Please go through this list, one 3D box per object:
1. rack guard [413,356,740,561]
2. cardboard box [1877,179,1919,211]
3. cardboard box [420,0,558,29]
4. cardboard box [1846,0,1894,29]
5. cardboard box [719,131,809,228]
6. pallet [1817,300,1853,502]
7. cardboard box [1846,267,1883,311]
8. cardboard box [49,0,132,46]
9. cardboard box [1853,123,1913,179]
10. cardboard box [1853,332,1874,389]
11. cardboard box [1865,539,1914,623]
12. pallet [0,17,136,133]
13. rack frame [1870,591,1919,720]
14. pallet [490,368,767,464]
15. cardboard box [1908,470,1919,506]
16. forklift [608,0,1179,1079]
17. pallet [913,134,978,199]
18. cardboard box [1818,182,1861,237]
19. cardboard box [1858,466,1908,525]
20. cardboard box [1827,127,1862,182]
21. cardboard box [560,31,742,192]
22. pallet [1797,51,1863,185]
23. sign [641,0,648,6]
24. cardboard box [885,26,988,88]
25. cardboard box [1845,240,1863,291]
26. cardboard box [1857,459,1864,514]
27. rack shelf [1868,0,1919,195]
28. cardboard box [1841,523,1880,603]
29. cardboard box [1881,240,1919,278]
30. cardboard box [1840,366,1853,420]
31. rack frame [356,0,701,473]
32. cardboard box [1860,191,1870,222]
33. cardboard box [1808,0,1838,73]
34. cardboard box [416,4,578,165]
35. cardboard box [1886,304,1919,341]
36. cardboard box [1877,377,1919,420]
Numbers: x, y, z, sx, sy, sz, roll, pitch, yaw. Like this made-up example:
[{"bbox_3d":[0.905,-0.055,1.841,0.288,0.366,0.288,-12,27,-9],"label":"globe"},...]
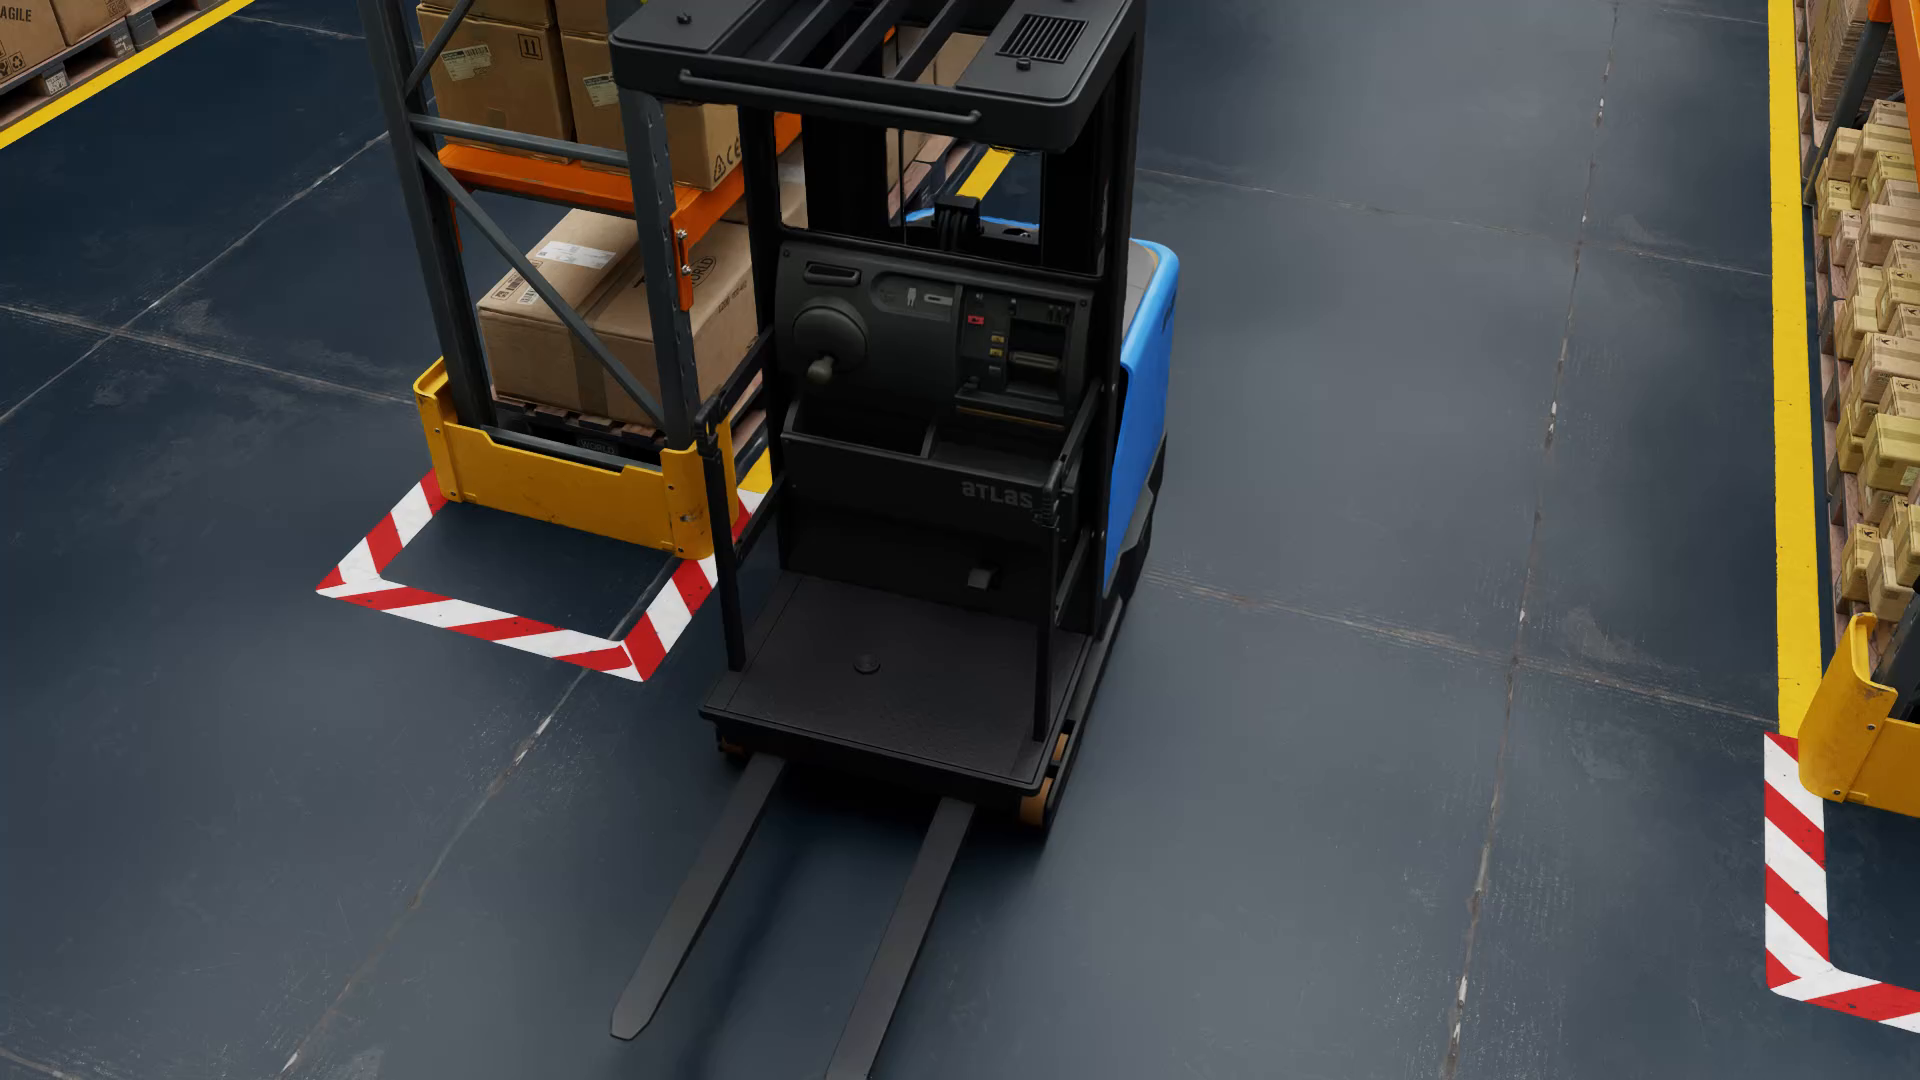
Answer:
[{"bbox_3d":[-1.432,-0.336,6.259,1.175,0.500,0.348,13,42,15],"label":"rack guard"},{"bbox_3d":[4.060,-1.358,6.945,0.380,0.149,0.250,12,42,14],"label":"cardboard box"},{"bbox_3d":[-1.483,-2.067,5.514,0.500,0.500,0.500,15,43,16],"label":"cardboard box"},{"bbox_3d":[4.647,-2.709,8.138,0.500,0.250,0.500,12,42,14],"label":"cardboard box"},{"bbox_3d":[-0.987,-1.471,7.314,0.875,0.438,0.875,14,43,16],"label":"cardboard box"},{"bbox_3d":[4.018,-0.479,6.649,1.003,0.211,1.213,13,42,15],"label":"pallet"},{"bbox_3d":[3.797,-0.945,6.691,0.380,0.149,0.250,13,42,15],"label":"cardboard box"},{"bbox_3d":[-5.108,-3.108,9.184,0.700,0.500,0.500,12,42,13],"label":"cardboard box"},{"bbox_3d":[4.168,-1.687,7.331,0.380,0.149,0.250,15,43,17],"label":"cardboard box"},{"bbox_3d":[3.621,-0.626,6.317,0.380,0.149,0.250,15,43,17],"label":"cardboard box"},{"bbox_3d":[3.174,0.162,5.393,0.380,0.149,0.250,12,42,14],"label":"cardboard box"},{"bbox_3d":[-5.373,-2.614,9.152,1.003,0.211,1.213,13,42,15],"label":"pallet"},{"bbox_3d":[3.262,-0.265,4.249,1.000,3.000,0.127,13,42,15],"label":"rack frame"},{"bbox_3d":[-1.224,-0.746,6.962,1.003,0.211,1.213,13,42,15],"label":"pallet"},{"bbox_3d":[3.345,-0.086,5.454,0.380,0.149,0.250,14,42,16],"label":"cardboard box"},{"bbox_3d":[-0.149,-0.513,4.594,1.130,2.935,3.031,12,42,13],"label":"forklift"},{"bbox_3d":[-0.390,-2.234,8.706,1.003,0.211,1.213,13,42,15],"label":"pallet"},{"bbox_3d":[4.113,-1.466,7.531,0.380,0.149,0.250,14,43,16],"label":"cardboard box"},{"bbox_3d":[3.350,-0.156,5.765,0.380,0.149,0.250,12,42,13],"label":"cardboard box"},{"bbox_3d":[4.205,-1.743,7.625,0.380,0.149,0.250,15,43,17],"label":"cardboard box"},{"bbox_3d":[-0.990,-1.569,5.700,0.500,0.500,0.500,13,42,15],"label":"cardboard box"},{"bbox_3d":[4.895,-2.119,8.571,1.003,0.211,1.213,13,42,15],"label":"pallet"},{"bbox_3d":[-0.905,-1.534,5.009,0.100,0.325,0.005,13,42,15],"label":"sign"},{"bbox_3d":[-0.372,-2.567,8.598,0.875,0.438,0.875,13,42,14],"label":"cardboard box"},{"bbox_3d":[4.037,-1.137,7.145,0.380,0.149,0.250,12,42,14],"label":"cardboard box"},{"bbox_3d":[3.482,-0.182,6.025,0.380,0.149,0.250,14,42,16],"label":"cardboard box"},{"bbox_3d":[3.946,-1.211,5.912,1.077,0.370,4.000,13,42,15],"label":"rack shelf"},{"bbox_3d":[3.239,0.114,5.679,0.380,0.149,0.250,15,43,16],"label":"cardboard box"},{"bbox_3d":[3.880,-1.036,6.568,0.380,0.149,0.250,12,42,13],"label":"cardboard box"},{"bbox_3d":[3.623,-0.514,6.414,0.380,0.149,0.250,14,42,16],"label":"cardboard box"},{"bbox_3d":[-1.424,-1.302,5.464,1.000,3.000,0.127,13,42,15],"label":"rack frame"},{"bbox_3d":[4.154,-1.412,7.237,0.380,0.149,0.250,13,42,15],"label":"cardboard box"},{"bbox_3d":[4.822,-2.733,8.745,0.500,0.500,0.500,12,42,14],"label":"cardboard box"},{"bbox_3d":[-1.508,-1.693,5.846,0.500,0.500,0.500,14,42,15],"label":"cardboard box"},{"bbox_3d":[3.696,-0.728,6.207,0.380,0.149,0.250,12,42,14],"label":"cardboard box"},{"bbox_3d":[3.462,-0.416,5.841,0.380,0.149,0.250,12,42,13],"label":"cardboard box"}]
